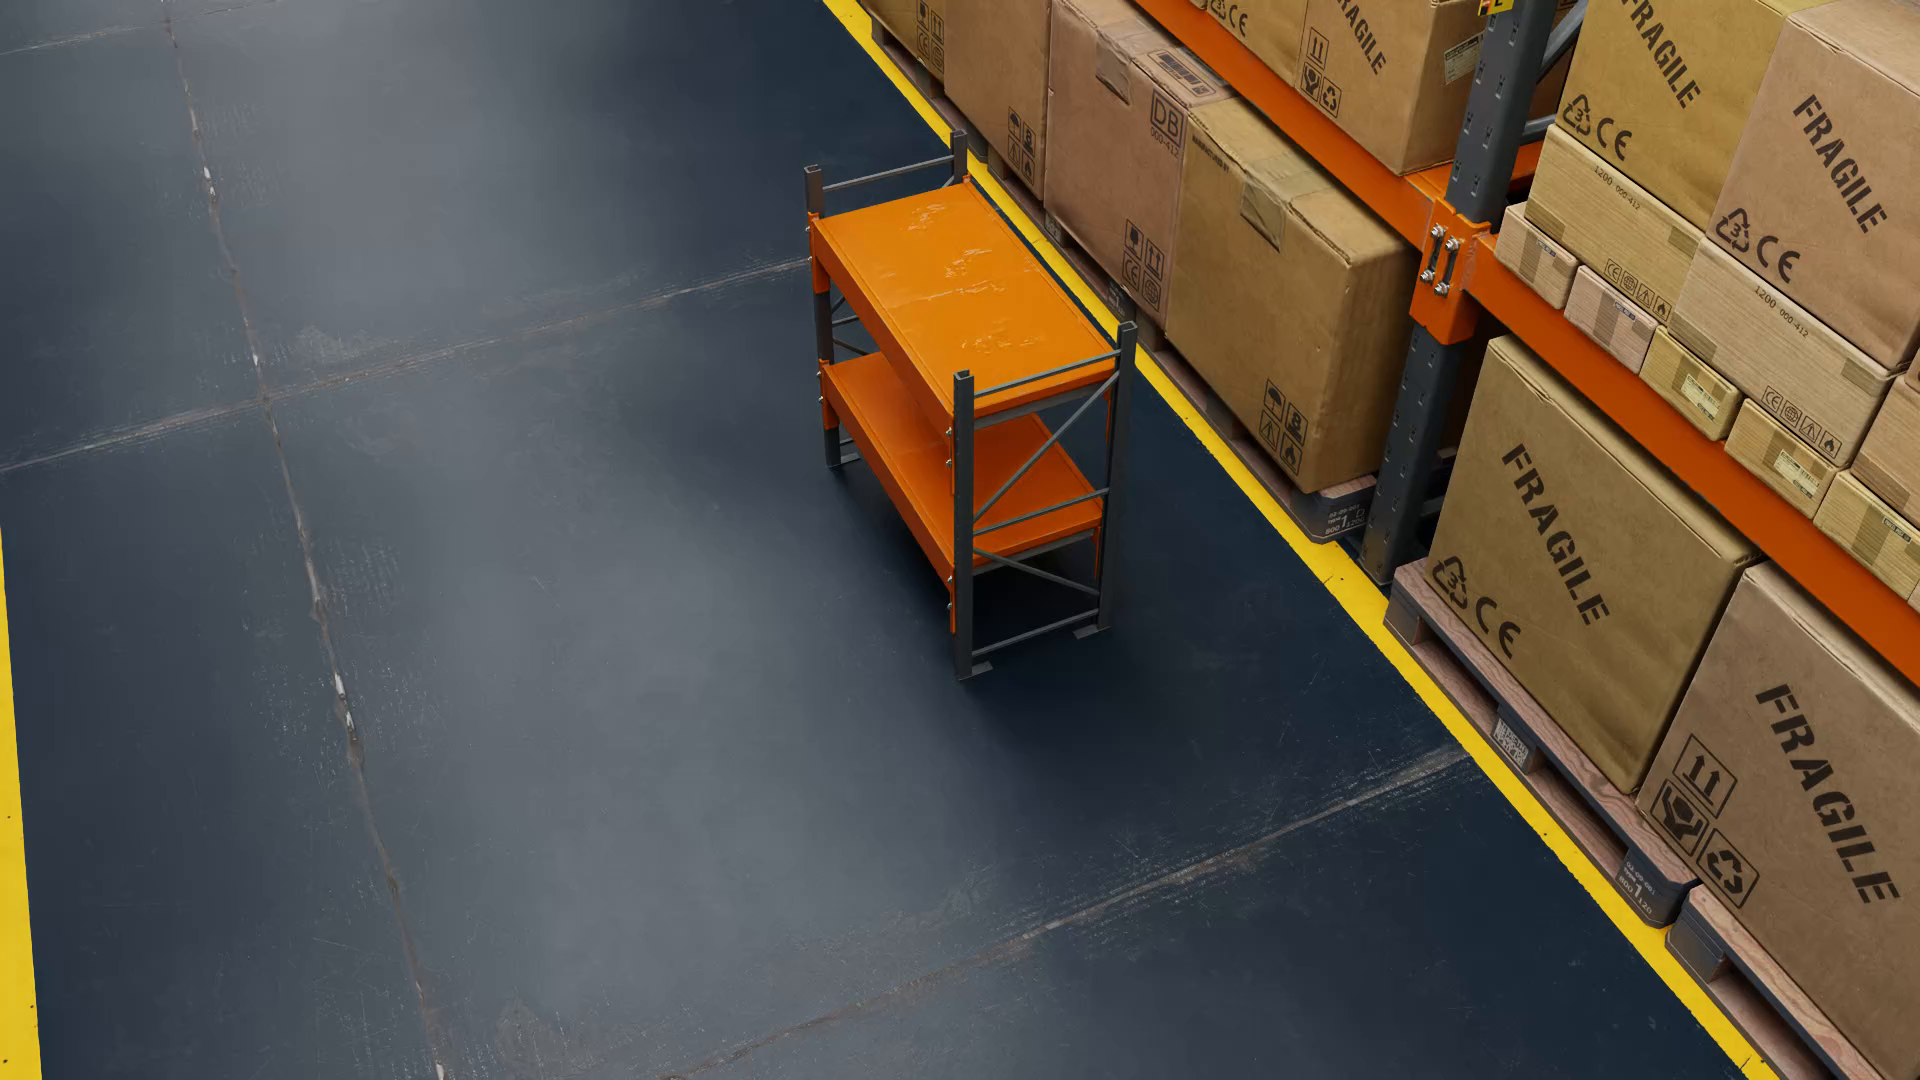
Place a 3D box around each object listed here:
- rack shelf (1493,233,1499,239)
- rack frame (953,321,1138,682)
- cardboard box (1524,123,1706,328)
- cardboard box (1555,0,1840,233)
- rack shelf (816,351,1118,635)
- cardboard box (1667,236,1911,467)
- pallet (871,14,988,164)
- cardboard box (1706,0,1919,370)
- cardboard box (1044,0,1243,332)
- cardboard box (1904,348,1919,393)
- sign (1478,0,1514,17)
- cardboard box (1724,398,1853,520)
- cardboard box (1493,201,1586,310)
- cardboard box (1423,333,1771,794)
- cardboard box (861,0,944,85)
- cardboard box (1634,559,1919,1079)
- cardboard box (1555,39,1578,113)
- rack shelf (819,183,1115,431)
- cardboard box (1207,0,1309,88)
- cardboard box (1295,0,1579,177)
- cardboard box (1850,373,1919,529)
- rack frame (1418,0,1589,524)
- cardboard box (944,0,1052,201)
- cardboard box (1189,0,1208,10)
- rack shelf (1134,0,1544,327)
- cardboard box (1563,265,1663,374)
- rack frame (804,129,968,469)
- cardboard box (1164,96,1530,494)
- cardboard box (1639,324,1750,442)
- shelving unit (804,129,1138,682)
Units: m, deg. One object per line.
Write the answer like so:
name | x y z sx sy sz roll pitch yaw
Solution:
rack shelf | 2.554 0.356 3.126 0.919 0.124 3.809 -18 47 -17
rack frame | 0.217 -0.072 4.522 0.500 1.125 0.032 -18 47 -17
cardboard box | 1.673 -0.780 3.800 0.500 0.250 0.500 -19 48 -18
cardboard box | 1.683 -1.043 3.533 0.500 0.500 0.500 -18 47 -17
rack shelf | 0.003 -0.222 5.022 0.538 0.278 1.000 -18 47 -17
cardboard box | 1.878 -0.462 3.478 0.500 0.250 0.500 -18 47 -18
pallet | 0.295 -2.136 7.265 1.003 0.211 1.213 -18 47 -17
cardboard box | 1.883 -0.727 3.213 0.500 0.500 0.500 -18 47 -17
cardboard box | 1.050 -1.469 5.817 1.225 0.875 0.875 -20 48 -19
cardboard box | 2.106 -0.397 2.878 0.500 0.500 0.500 -19 48 -19
sign | 1.225 -1.322 3.686 0.100 0.325 0.005 -18 47 -17
cardboard box | 1.870 -0.226 3.523 0.380 0.149 0.250 -19 48 -18
cardboard box | 1.536 -0.729 4.032 0.380 0.149 0.250 -18 47 -17
cardboard box | 1.918 -0.054 4.382 0.875 0.875 0.875 -18 47 -17
cardboard box | 0.303 -2.601 6.964 1.225 0.875 0.875 -20 48 -19
cardboard box | 2.297 0.520 3.801 0.875 0.875 0.875 -18 47 -17
cardboard box | 1.747 -1.507 4.571 0.500 0.500 0.500 -18 47 -17
rack shelf | 0.003 -0.657 4.593 0.459 0.093 0.952 -18 47 -17
cardboard box | 1.067 -1.675 4.741 0.500 0.500 0.500 -17 47 -16
cardboard box | 1.269 -1.358 4.419 0.500 0.500 0.500 -18 47 -17
cardboard box | 2.101 -0.134 3.145 0.500 0.250 0.500 -17 47 -16
rack frame | 1.711 -1.104 4.233 0.949 2.616 0.053 -18 47 -17
cardboard box | 0.671 -2.031 6.386 1.225 0.875 0.875 -18 47 -17
cardboard box | 0.841 -2.006 5.076 0.500 0.500 0.500 -19 48 -18
rack shelf | 0.873 -2.123 5.778 1.077 0.370 4.000 -18 47 -17
cardboard box | 1.647 -0.561 3.862 0.380 0.149 0.250 -20 48 -19
rack frame | -0.211 -0.720 5.179 0.500 1.125 0.032 -18 47 -17
cardboard box | 1.426 -0.900 5.240 1.225 0.875 0.875 -18 47 -17
cardboard box | 1.758 -0.393 3.692 0.380 0.149 0.250 -17 47 -16
shelving unit | 0.003 -0.396 4.851 0.538 1.125 1.048 -18 47 -17
